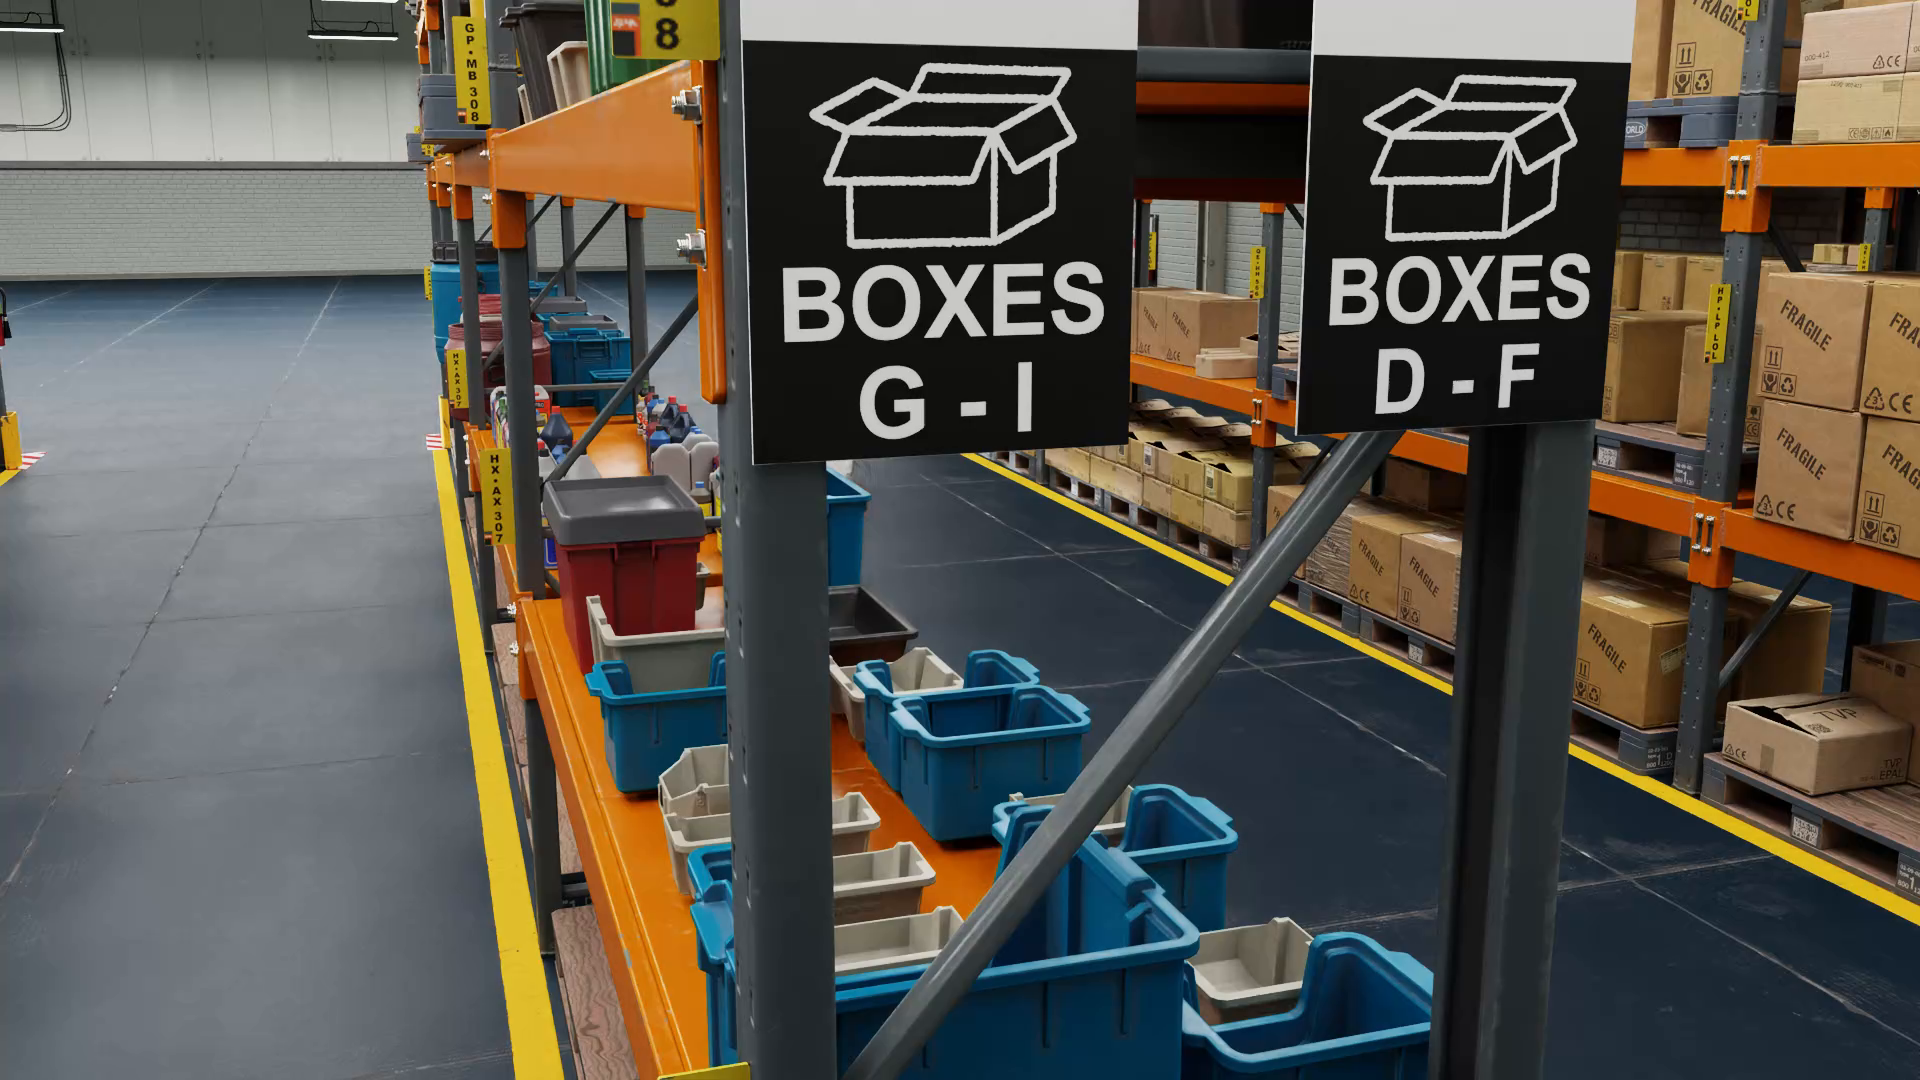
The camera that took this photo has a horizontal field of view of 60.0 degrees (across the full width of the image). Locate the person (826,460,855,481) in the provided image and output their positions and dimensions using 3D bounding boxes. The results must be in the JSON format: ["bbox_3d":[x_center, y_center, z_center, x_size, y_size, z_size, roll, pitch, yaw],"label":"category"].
[{"bbox_3d":[-0.886,-0.382,10.109,0.541,1.790,0.467,-6,14,-25],"label":"person"}]
